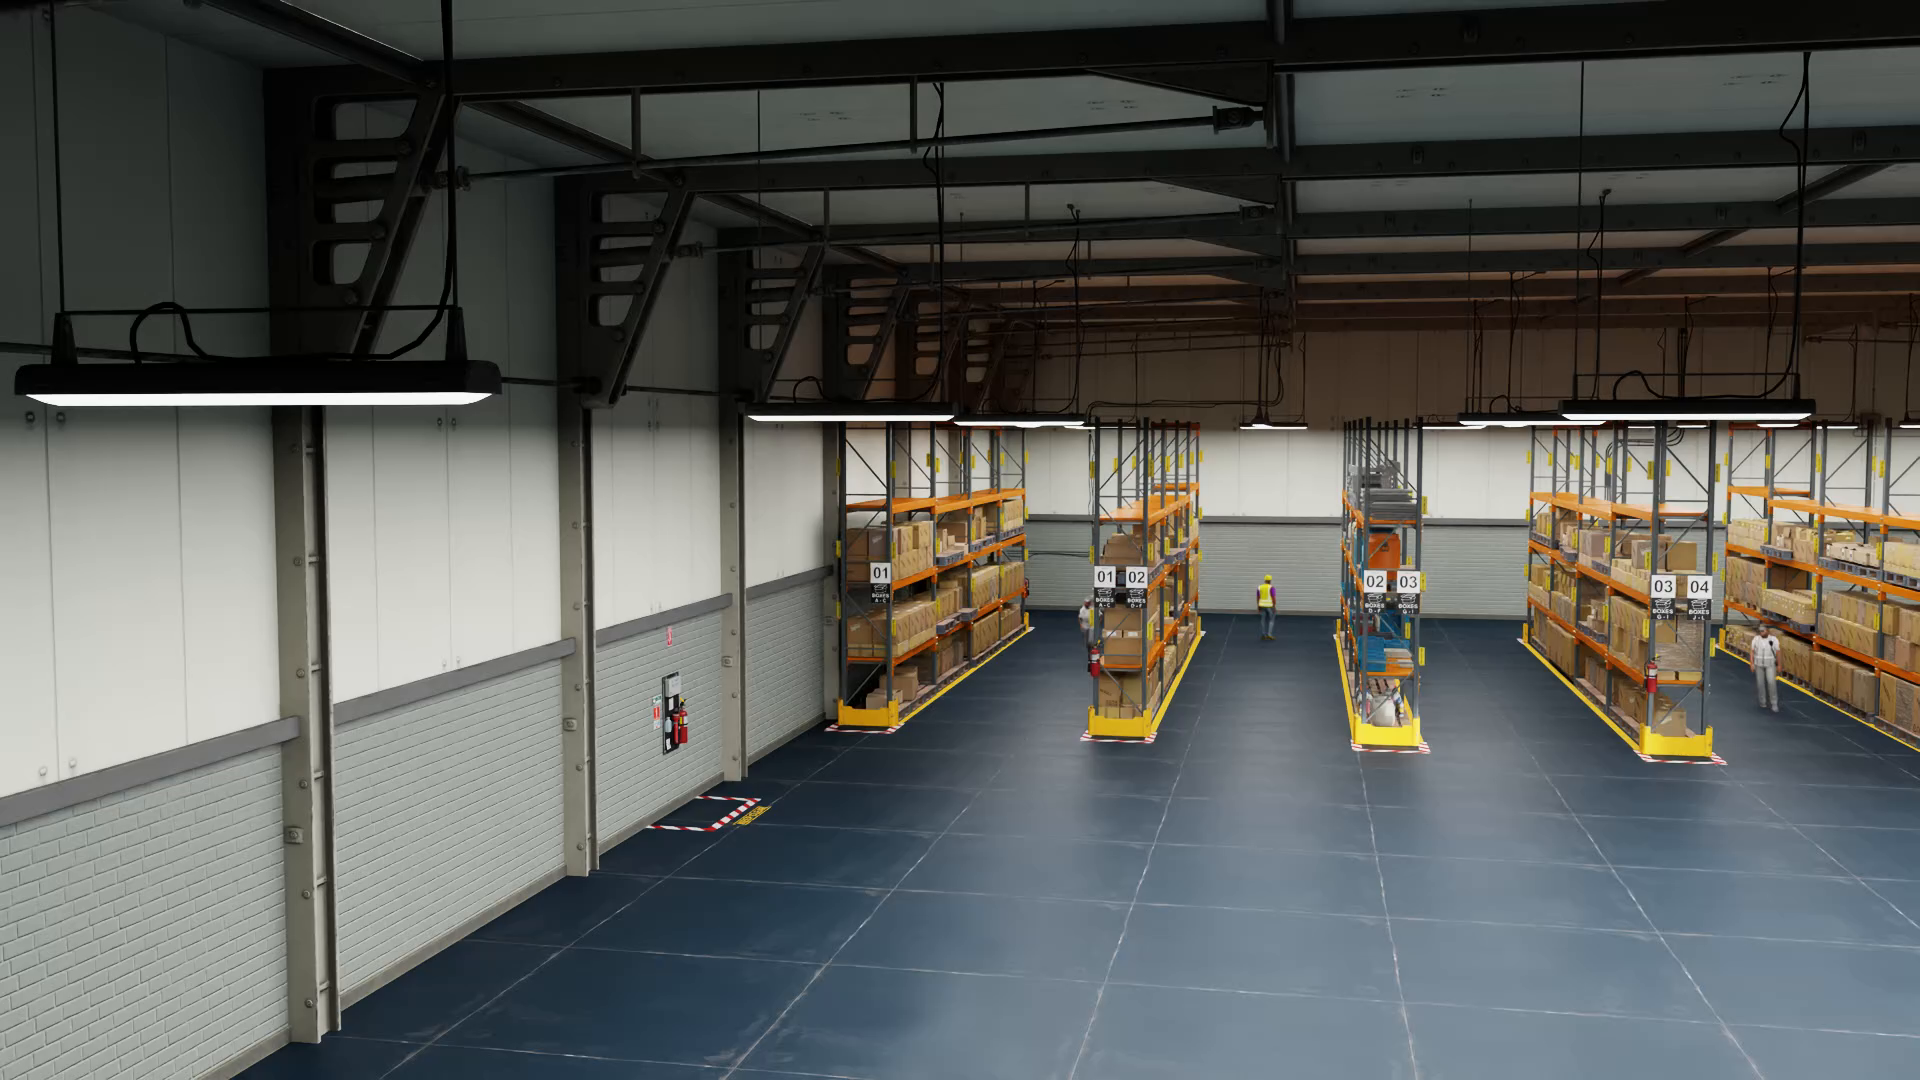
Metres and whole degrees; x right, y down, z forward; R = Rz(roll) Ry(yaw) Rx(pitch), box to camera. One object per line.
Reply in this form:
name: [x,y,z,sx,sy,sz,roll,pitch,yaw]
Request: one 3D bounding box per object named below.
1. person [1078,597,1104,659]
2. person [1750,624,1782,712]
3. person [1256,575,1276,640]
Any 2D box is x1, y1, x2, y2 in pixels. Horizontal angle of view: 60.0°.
person: [3.296,2.209,41.759,0.631,1.617,0.737,1,4,21]
person: [16.671,2.620,34.408,0.649,1.758,0.661,3,5,37]
person: [8.475,1.881,45.961,0.602,1.828,0.402,3,5,39]
